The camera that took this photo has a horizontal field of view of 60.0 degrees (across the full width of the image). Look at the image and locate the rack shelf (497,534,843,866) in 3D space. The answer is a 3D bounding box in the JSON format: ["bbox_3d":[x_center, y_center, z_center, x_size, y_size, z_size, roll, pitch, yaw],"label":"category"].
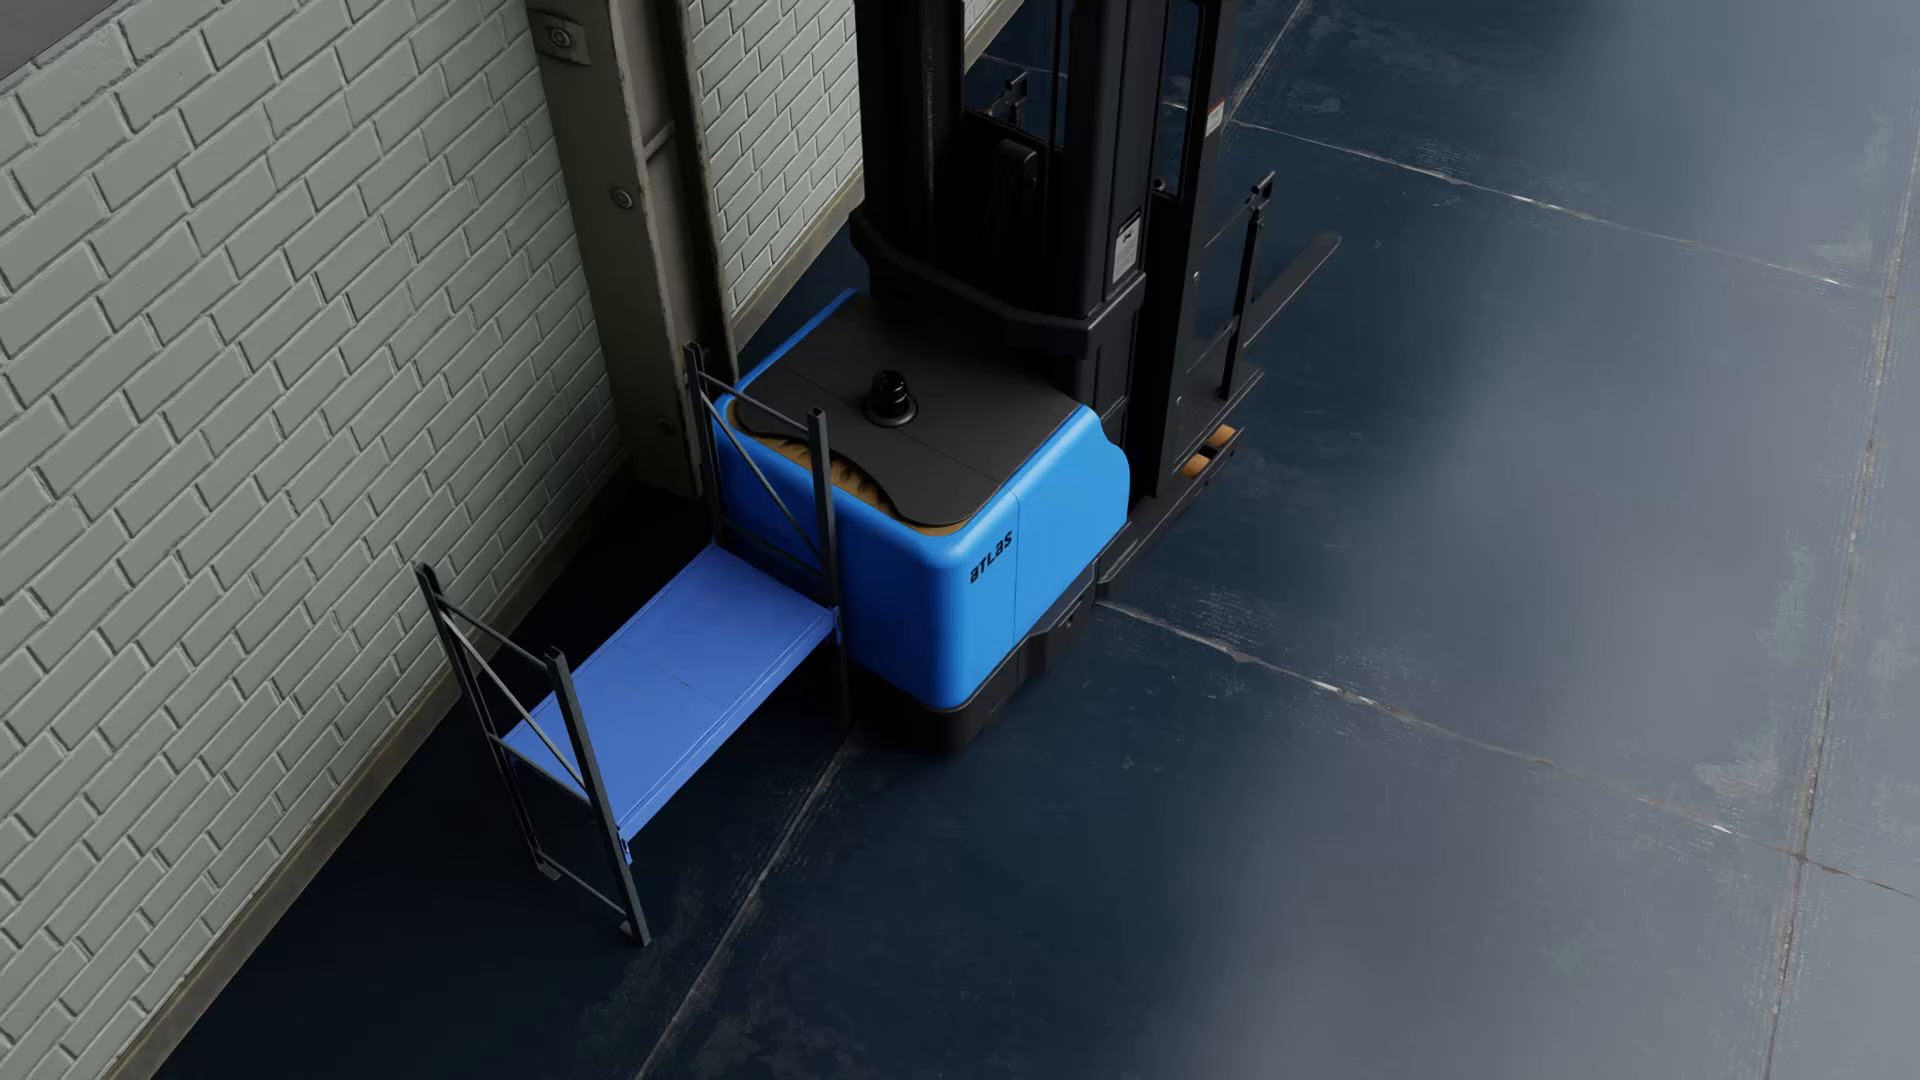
[{"bbox_3d":[-0.879,0.463,5.108,0.538,0.185,1.000,29,55,22],"label":"rack shelf"}]

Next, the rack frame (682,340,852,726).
[{"bbox_3d":[-0.583,0.031,5.239,0.500,1.500,0.032,29,55,22],"label":"rack frame"}]

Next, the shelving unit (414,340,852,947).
[{"bbox_3d":[-0.879,0.346,4.971,0.538,1.500,1.048,29,55,22],"label":"shelving unit"}]

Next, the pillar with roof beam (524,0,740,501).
[{"bbox_3d":[2.828,-1.851,1.916,9.100,9.000,0.400,20,52,16],"label":"pillar with roof beam"}]

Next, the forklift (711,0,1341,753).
[{"bbox_3d":[0.449,-1.322,5.450,1.130,2.935,3.031,29,56,23],"label":"forklift"}]

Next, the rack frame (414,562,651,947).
[{"bbox_3d":[-1.175,0.661,4.703,0.500,1.500,0.032,29,55,22],"label":"rack frame"}]
